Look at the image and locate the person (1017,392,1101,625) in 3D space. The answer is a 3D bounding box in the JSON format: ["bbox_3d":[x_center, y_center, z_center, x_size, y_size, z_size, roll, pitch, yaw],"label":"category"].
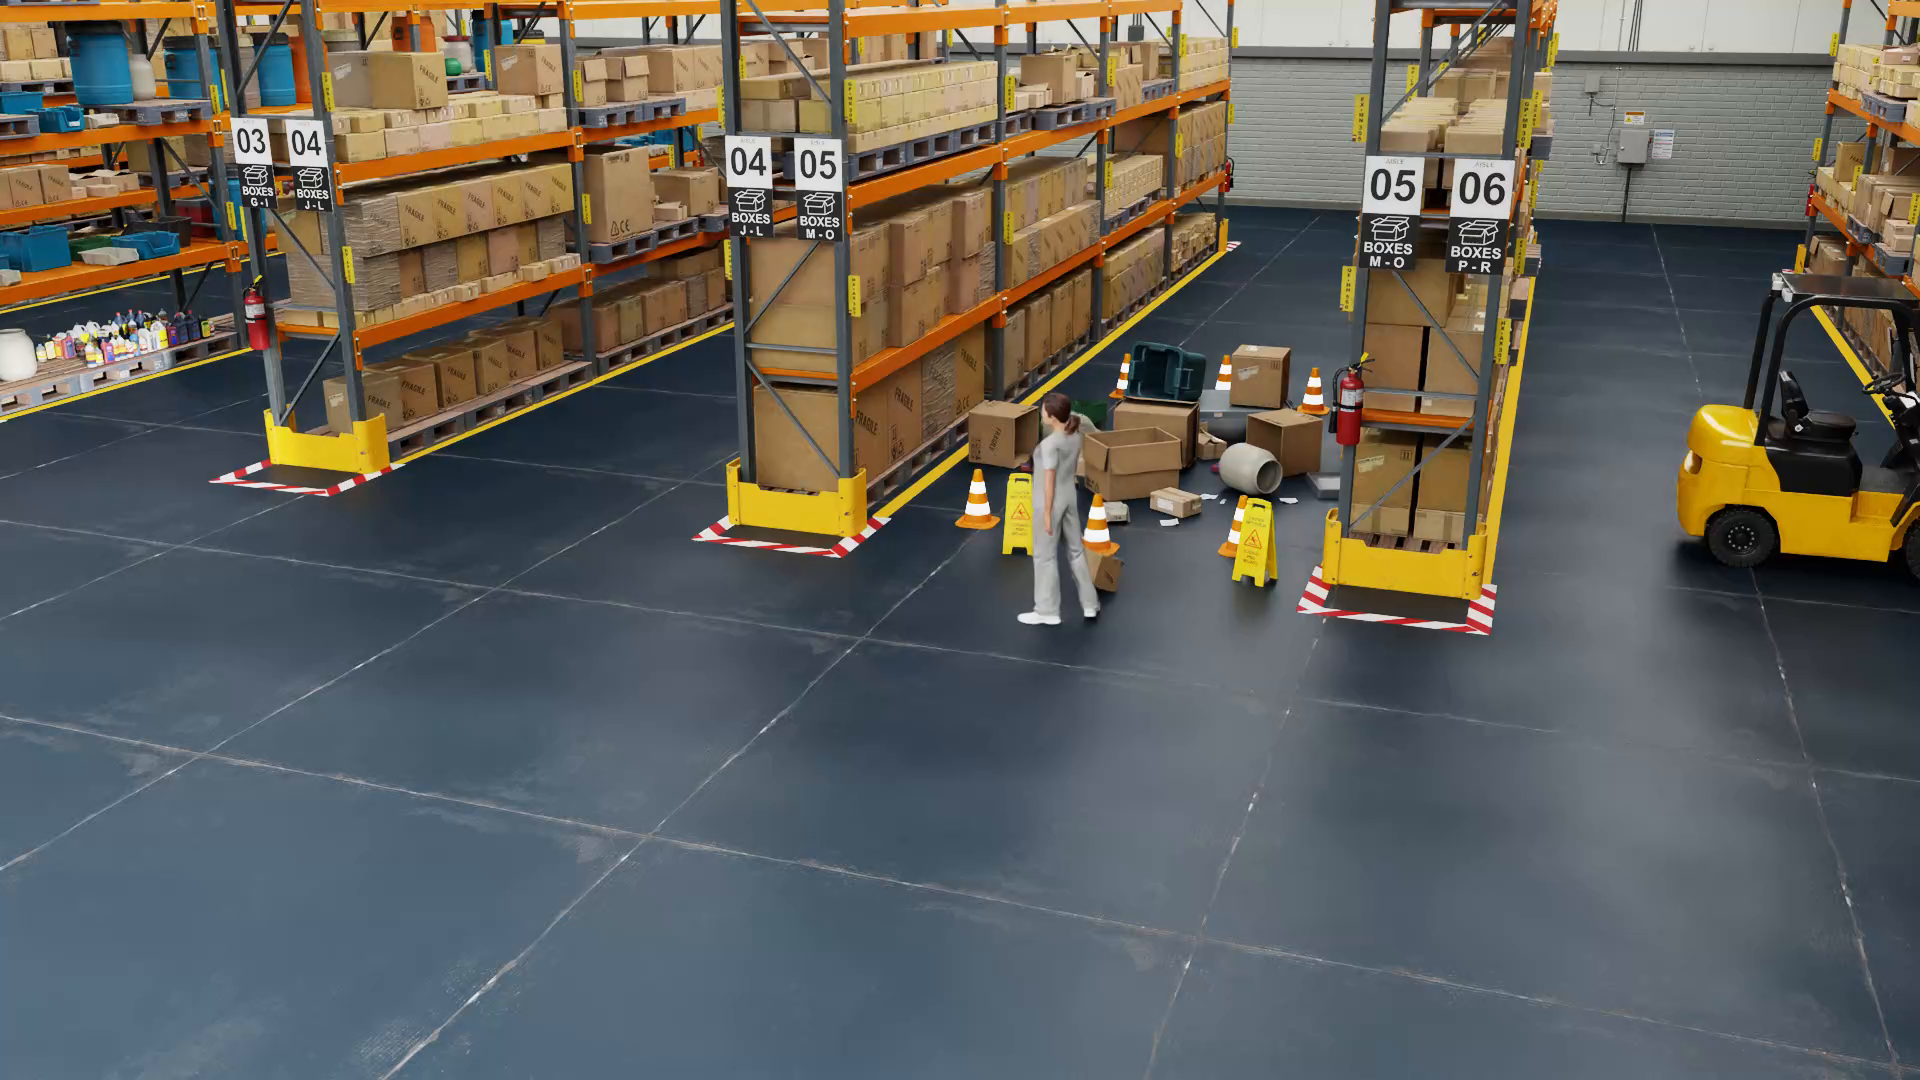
[{"bbox_3d":[0.758,-0.233,11.737,0.445,1.675,0.625,16,24,39],"label":"person"}]
